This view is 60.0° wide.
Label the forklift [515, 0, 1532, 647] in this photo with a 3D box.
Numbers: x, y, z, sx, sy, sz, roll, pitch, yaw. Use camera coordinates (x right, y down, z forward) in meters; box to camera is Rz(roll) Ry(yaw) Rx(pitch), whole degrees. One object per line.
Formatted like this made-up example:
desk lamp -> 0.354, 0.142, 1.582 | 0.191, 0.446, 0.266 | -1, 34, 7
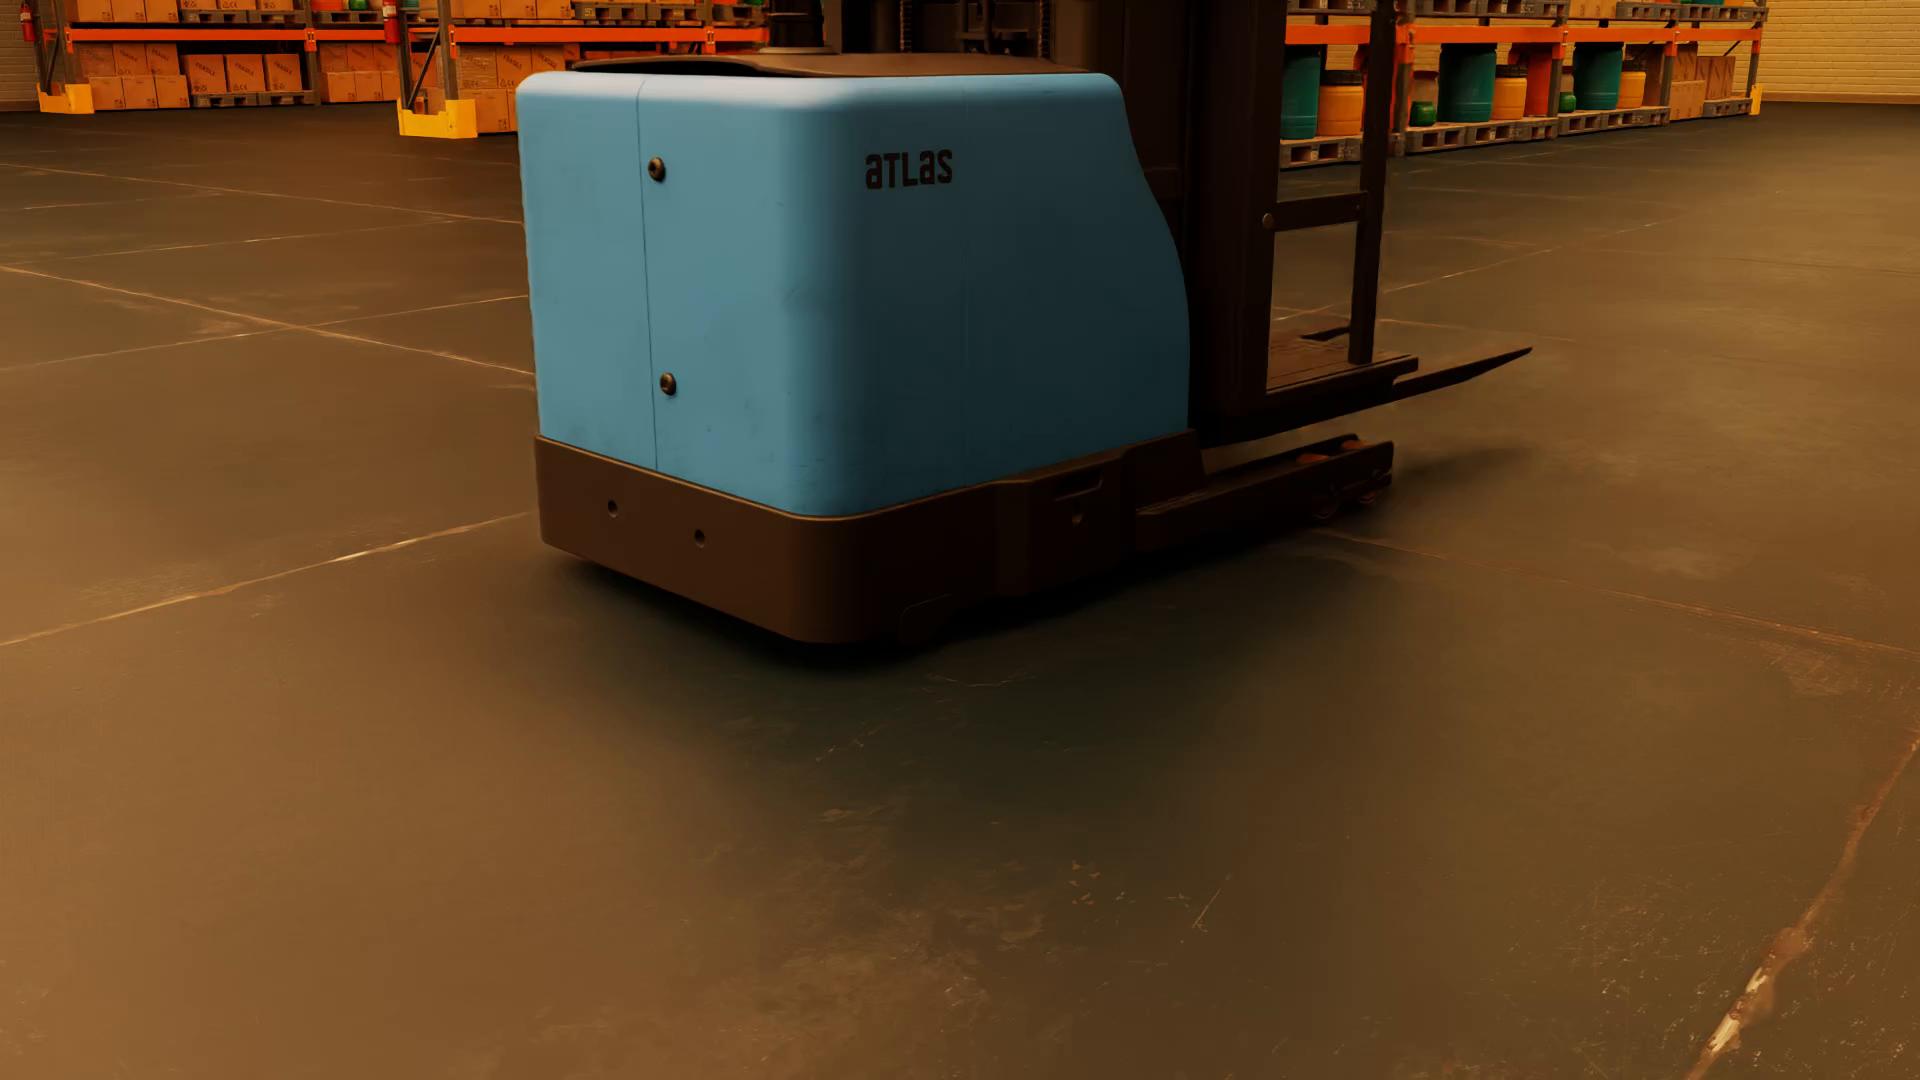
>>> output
forklift -> 0.463, -1.546, 3.990 | 3.031, 2.935, 1.130 | -16, 23, -42
